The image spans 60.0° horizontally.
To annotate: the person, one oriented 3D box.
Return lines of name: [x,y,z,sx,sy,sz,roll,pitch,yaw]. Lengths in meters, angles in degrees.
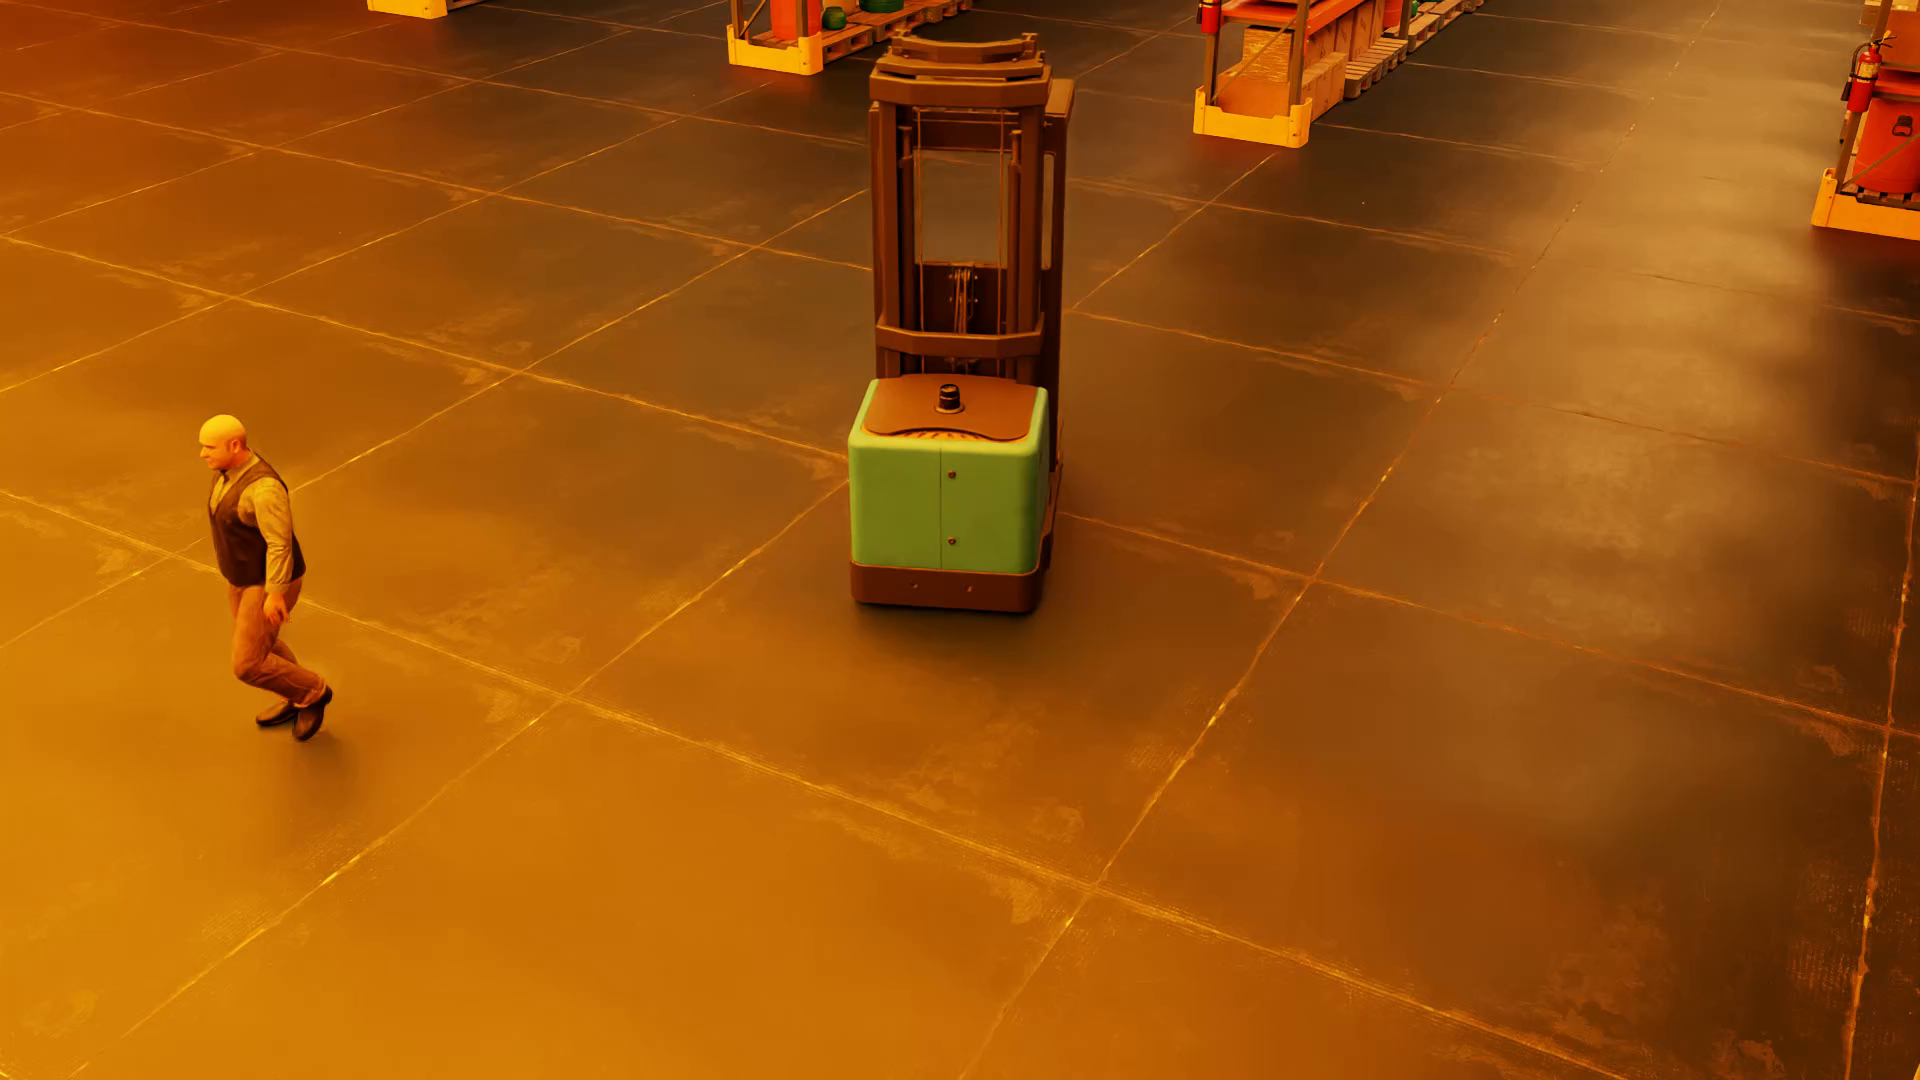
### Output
person: [-3.392,0.198,7.958,0.474,1.702,0.667,-26,39,-37]

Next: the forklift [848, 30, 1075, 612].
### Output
forklift: [0.075,-1.584,9.815,1.130,2.935,3.031,3,30,6]
